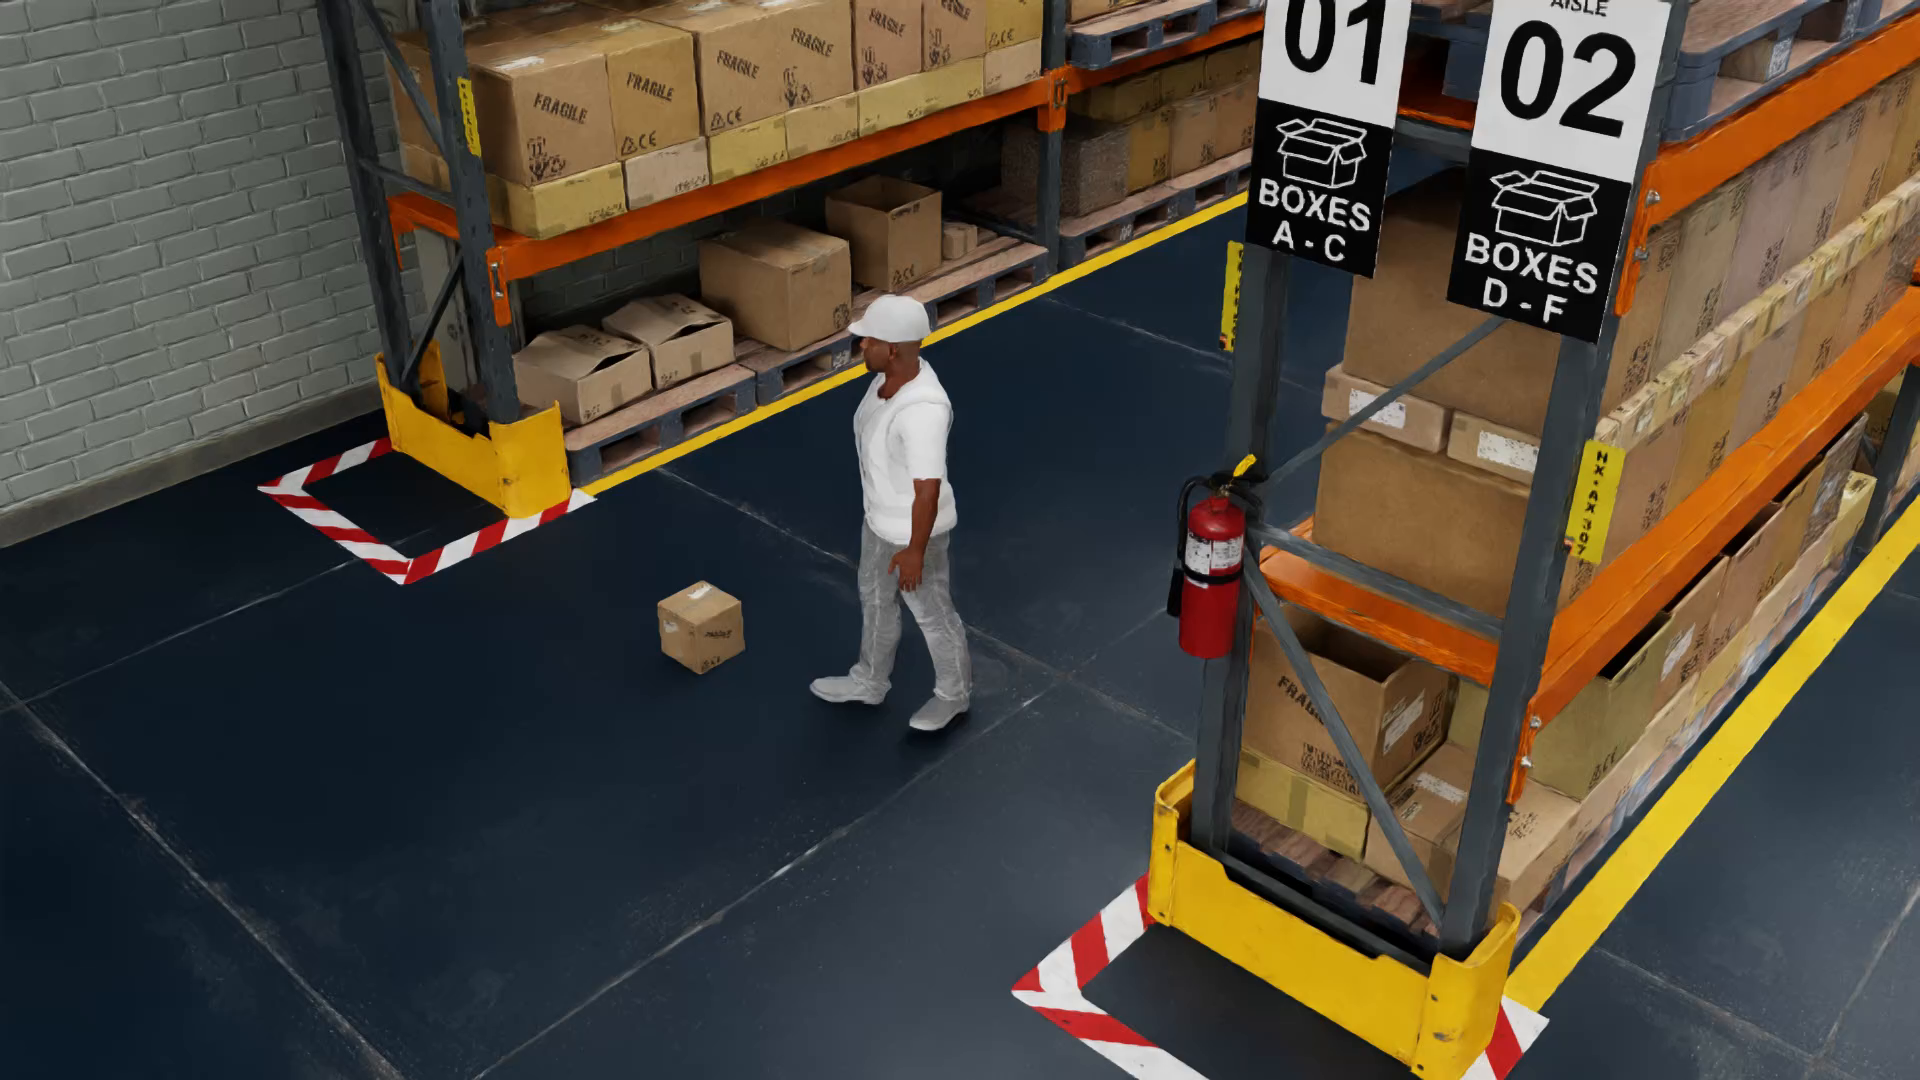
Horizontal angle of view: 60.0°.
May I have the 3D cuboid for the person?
[{"bbox_3d":[-0.253,-0.072,6.221,0.601,1.769,0.570,-11,33,-17],"label":"person"}]
